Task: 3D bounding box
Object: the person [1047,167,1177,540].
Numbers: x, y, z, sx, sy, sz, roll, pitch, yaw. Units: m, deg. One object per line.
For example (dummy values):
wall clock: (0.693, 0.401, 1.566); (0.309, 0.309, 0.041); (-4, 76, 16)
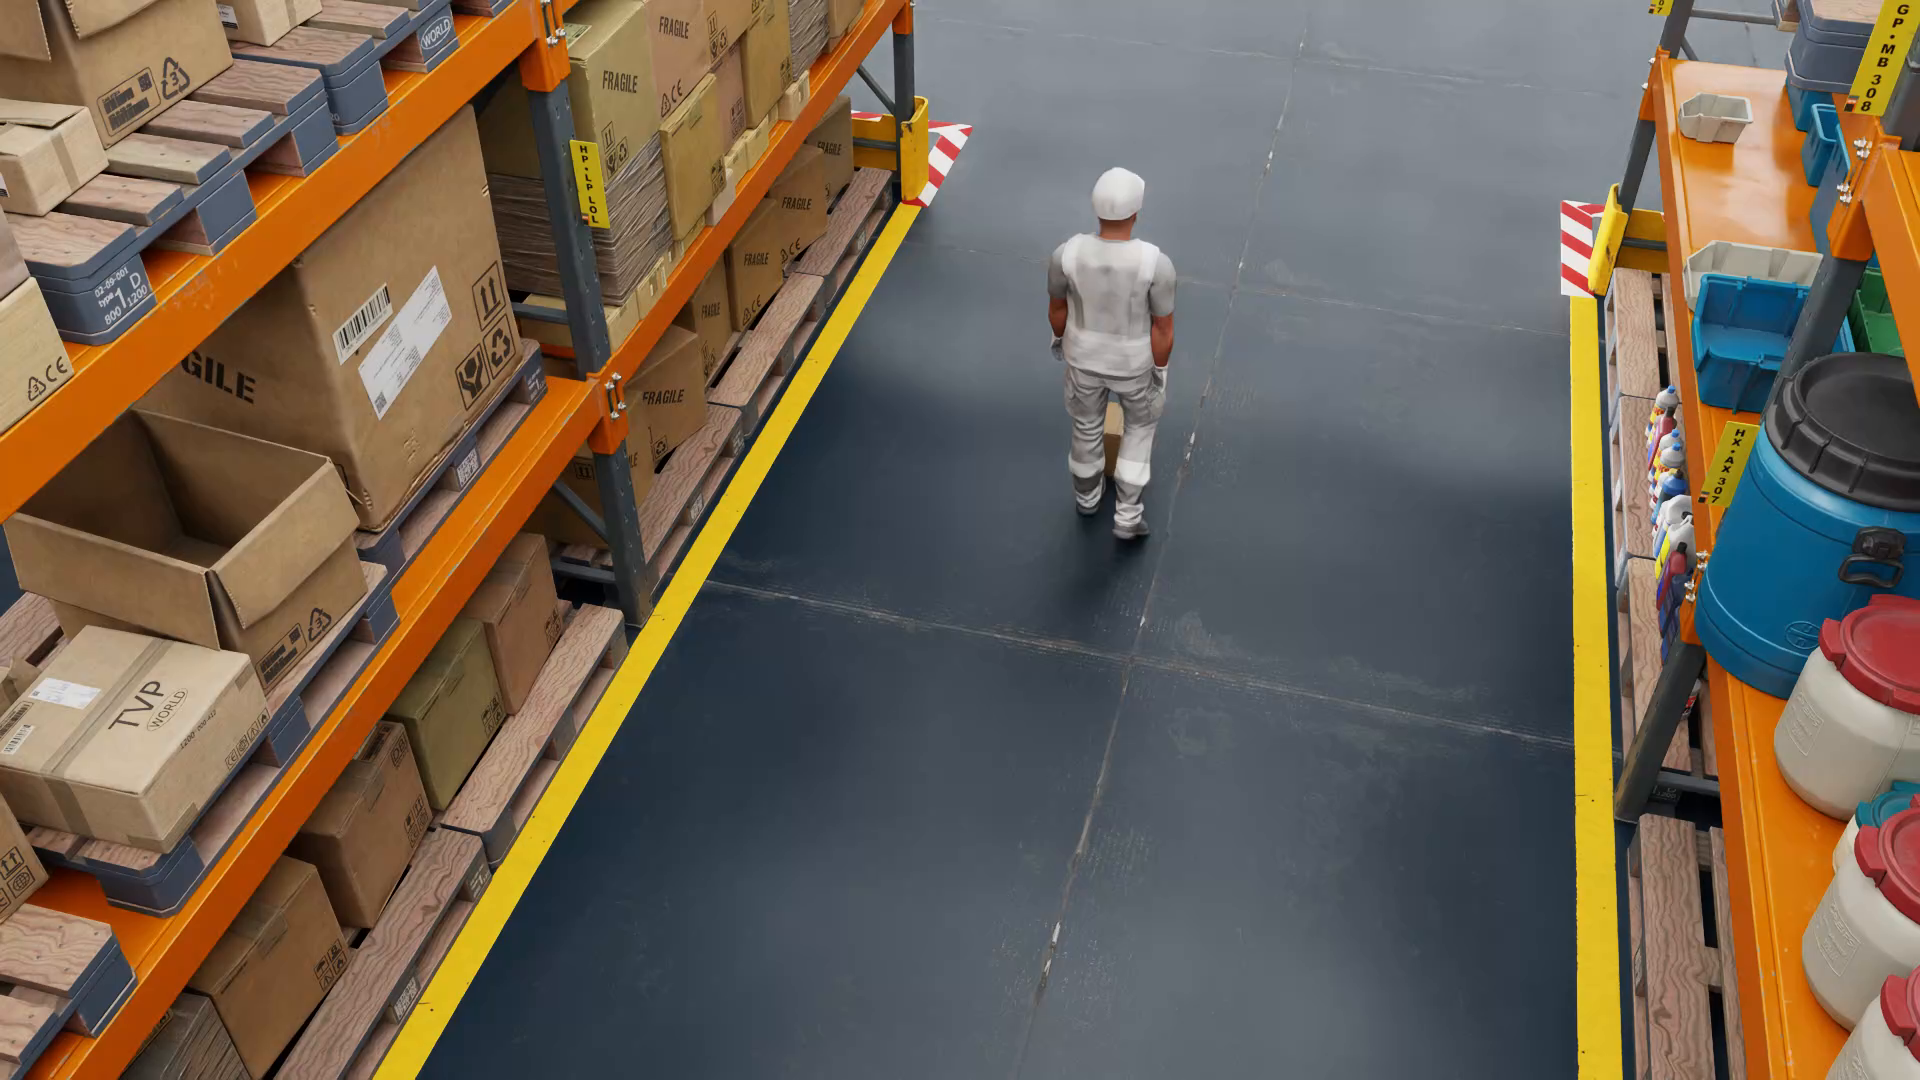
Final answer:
person: (0.642, -0.791, 7.068); (0.547, 1.822, 0.527); (10, 42, 12)
